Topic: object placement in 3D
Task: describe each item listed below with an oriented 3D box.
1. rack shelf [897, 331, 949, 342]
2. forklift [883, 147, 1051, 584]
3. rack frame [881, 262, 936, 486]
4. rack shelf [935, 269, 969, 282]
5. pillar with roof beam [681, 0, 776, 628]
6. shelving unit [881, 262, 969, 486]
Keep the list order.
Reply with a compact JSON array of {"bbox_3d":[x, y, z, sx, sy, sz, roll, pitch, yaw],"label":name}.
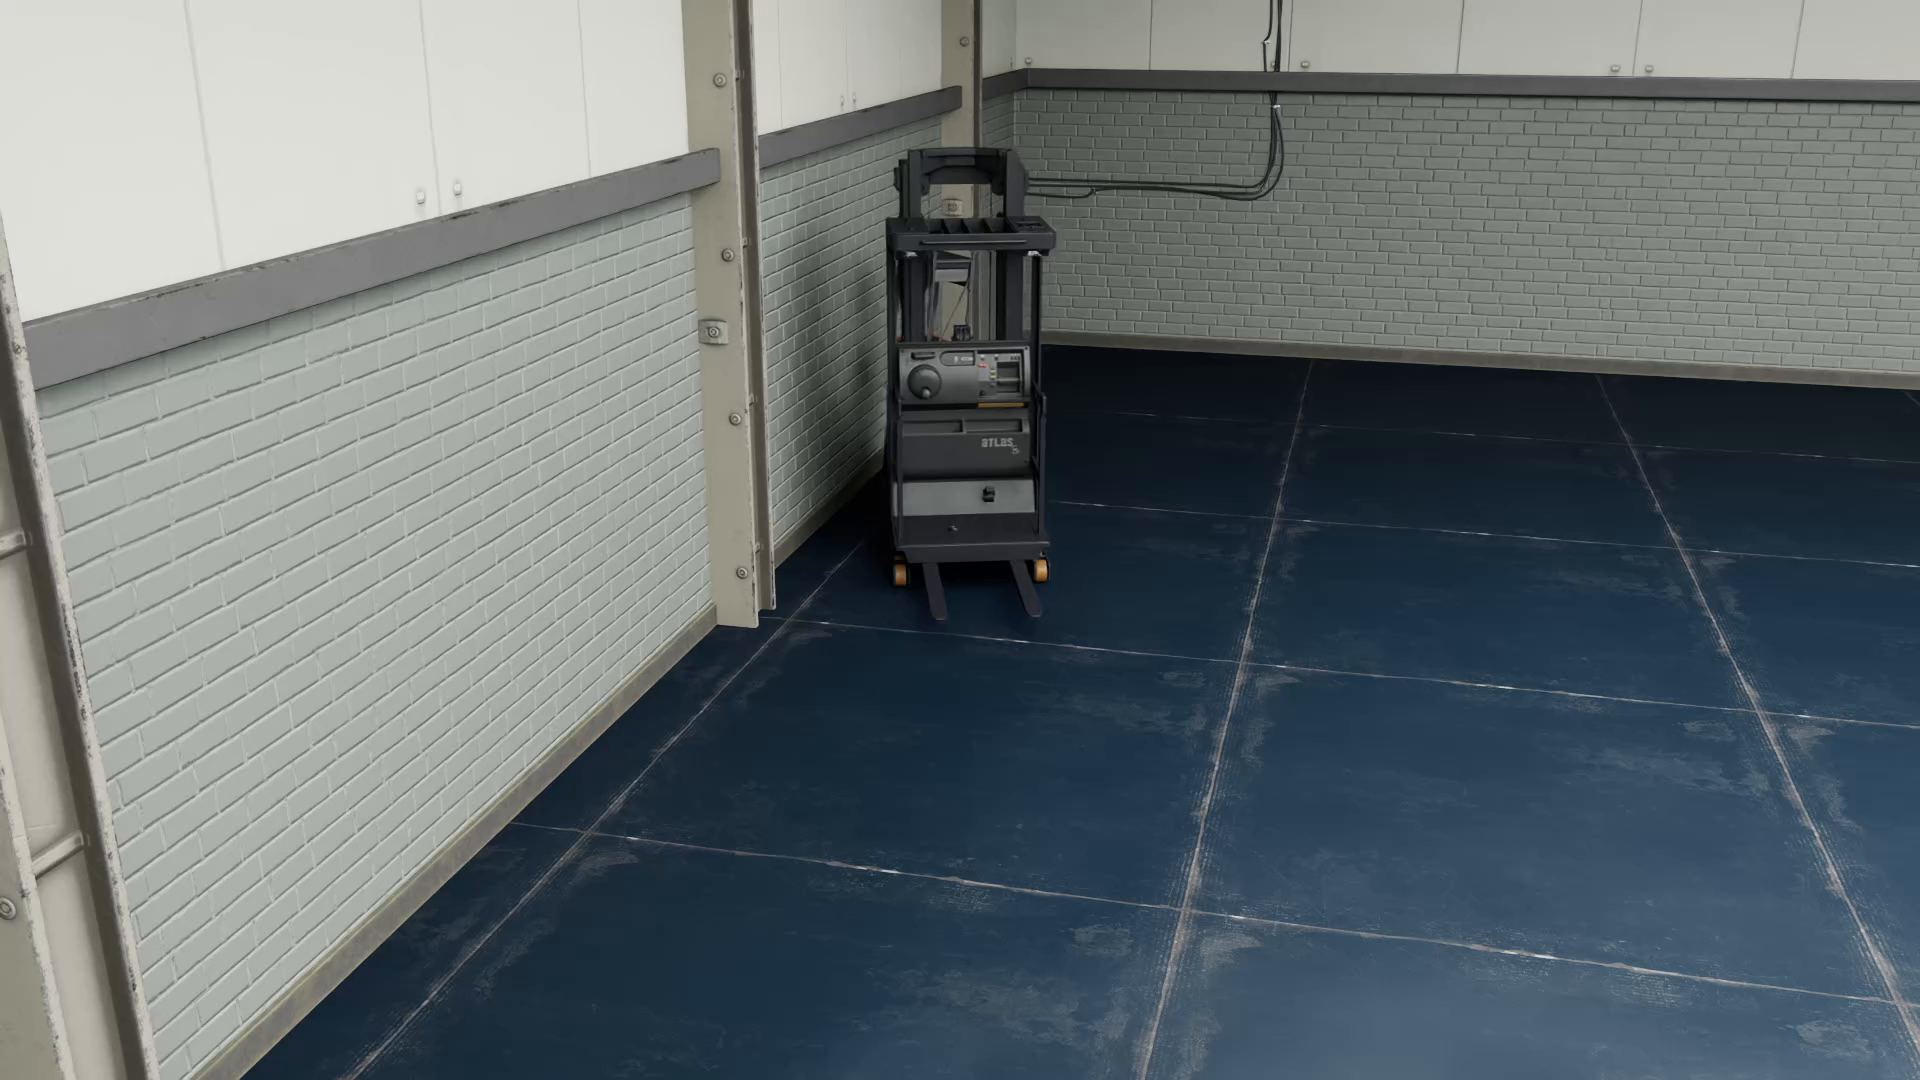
[{"bbox_3d":[-0.263,-1.385,13.465,0.431,0.518,0.480,-7,21,-34],"label":"rack shelf"},{"bbox_3d":[0.053,-1.169,11.577,1.130,2.935,3.031,-2,19,-5],"label":"forklift"},{"bbox_3d":[-0.399,-1.469,13.649,0.400,2.100,0.015,-7,21,-34],"label":"rack frame"},{"bbox_3d":[-0.197,-2.144,13.223,0.332,0.100,0.442,-7,21,-34],"label":"rack shelf"},{"bbox_3d":[2.724,-3.411,8.752,9.100,9.000,0.400,5,19,13],"label":"pillar with roof beam"},{"bbox_3d":[-0.266,-1.399,13.465,0.431,2.100,0.492,-7,21,-34],"label":"shelving unit"}]
